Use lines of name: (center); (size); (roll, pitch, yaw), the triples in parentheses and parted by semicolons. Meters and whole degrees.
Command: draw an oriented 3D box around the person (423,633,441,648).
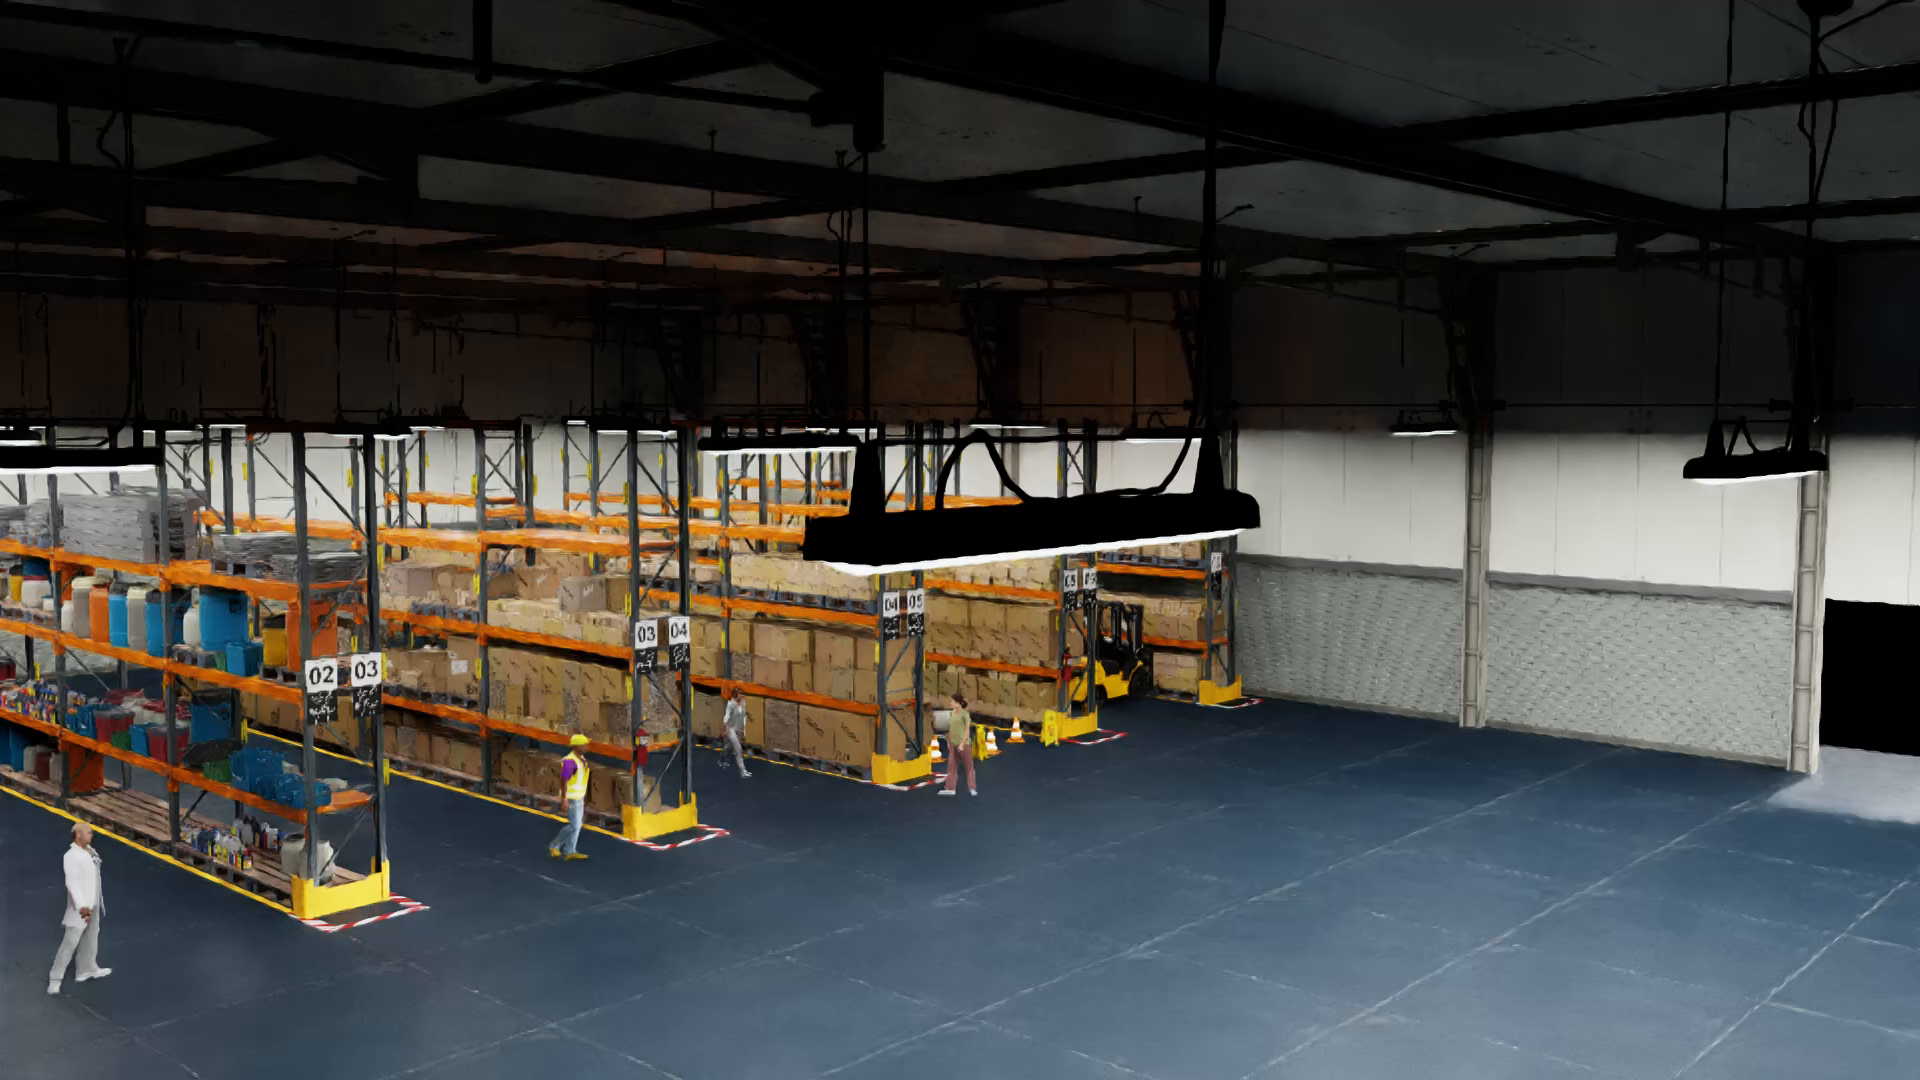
person: (-10.963, 2.701, 34.543); (1.088, 1.587, 0.452); (5, 6, 44)

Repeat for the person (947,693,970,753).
person: (-0.037, 2.945, 26.837); (0.510, 0.969, 0.323); (4, 6, 40)

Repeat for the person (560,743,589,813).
person: (-5.354, 3.252, 23.064); (0.367, 1.046, 0.616); (0, 5, 6)

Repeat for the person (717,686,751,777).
person: (-3.843, 3.239, 28.443); (1.034, 1.525, 0.416); (4, 6, 41)

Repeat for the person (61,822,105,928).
person: (-9.579, 3.633, 18.135); (0.390, 1.114, 0.605); (0, 5, -5)
